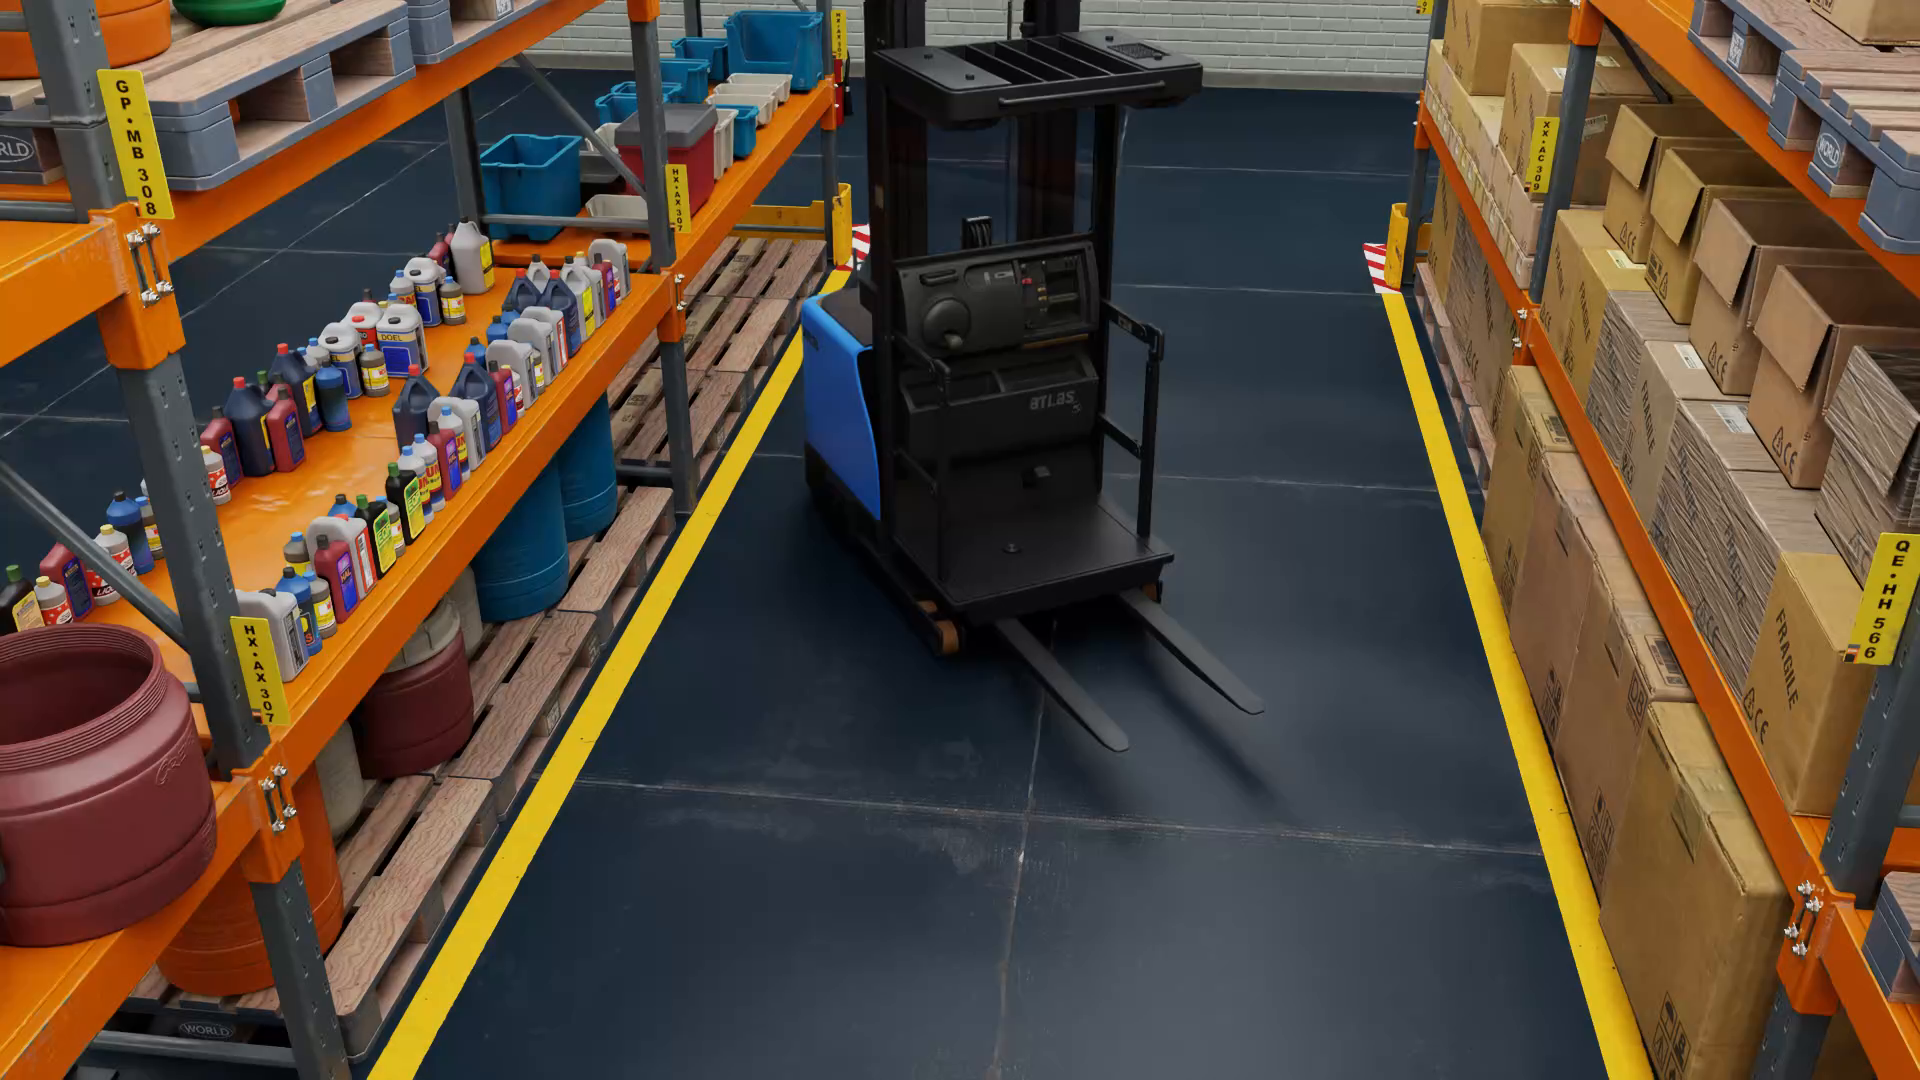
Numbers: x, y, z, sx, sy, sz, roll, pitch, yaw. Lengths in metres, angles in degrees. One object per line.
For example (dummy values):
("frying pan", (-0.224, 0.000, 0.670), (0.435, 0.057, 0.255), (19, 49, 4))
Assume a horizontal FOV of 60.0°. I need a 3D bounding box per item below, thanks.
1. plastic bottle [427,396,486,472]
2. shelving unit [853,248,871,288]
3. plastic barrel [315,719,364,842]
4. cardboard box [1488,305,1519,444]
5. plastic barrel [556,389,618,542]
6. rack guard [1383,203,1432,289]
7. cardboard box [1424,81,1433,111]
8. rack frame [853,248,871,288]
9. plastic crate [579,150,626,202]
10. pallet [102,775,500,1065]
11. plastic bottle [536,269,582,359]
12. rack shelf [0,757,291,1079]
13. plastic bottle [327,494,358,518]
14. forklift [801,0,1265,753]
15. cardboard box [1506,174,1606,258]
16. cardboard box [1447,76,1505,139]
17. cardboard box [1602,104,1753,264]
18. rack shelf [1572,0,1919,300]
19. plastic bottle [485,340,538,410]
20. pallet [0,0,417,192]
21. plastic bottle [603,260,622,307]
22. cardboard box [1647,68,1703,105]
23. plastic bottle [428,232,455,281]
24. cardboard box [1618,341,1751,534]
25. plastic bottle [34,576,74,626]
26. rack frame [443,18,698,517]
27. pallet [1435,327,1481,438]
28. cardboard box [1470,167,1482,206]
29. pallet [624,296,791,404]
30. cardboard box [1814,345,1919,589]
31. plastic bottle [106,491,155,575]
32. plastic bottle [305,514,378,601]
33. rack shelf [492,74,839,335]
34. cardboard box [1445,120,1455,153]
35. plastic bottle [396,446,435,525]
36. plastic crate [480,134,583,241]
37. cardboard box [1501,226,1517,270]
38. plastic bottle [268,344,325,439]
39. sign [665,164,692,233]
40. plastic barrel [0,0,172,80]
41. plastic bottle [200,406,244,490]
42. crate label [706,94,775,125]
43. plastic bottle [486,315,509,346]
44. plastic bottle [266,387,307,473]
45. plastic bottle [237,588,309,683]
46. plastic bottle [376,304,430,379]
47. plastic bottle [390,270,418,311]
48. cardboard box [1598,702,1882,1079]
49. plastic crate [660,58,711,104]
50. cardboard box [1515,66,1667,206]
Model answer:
("plastic bottle", (-1.803, -0.399, 5.959), (0.152, 0.276, 0.135), (3, 28, 6))
("shelving unit", (-0.400, -0.945, 8.739), (0.258, 1.200, 0.189), (-12, 31, -21))
("plastic barrel", (-2.324, 0.792, 5.797), (0.421, 0.512, 0.421), (0, 28, 0))
("cardboard box", (3.219, -0.766, 8.308), (0.875, 0.875, 0.875), (3, 28, 6))
("plastic barrel", (-1.941, -0.505, 7.794), (0.600, 0.901, 0.708), (3, 28, 6))
("rack guard", (3.552, -2.005, 11.444), (1.175, 0.500, 0.348), (3, 28, 6))
("cardboard box", (3.178, -2.835, 10.615), (0.380, 0.149, 0.250), (4, 29, 7))
("rack frame", (-0.438, -0.984, 8.812), (0.240, 1.200, 0.006), (-12, 31, -21))
("plastic crate", (-1.987, -1.947, 8.927), (0.437, 0.125, 0.590), (3, 28, 6))
("pallet", (-2.292, 1.238, 5.729), (1.003, 0.211, 1.213), (3, 28, 6))
("plastic bottle", (-1.668, -0.938, 6.881), (0.144, 0.351, 0.185), (3, 28, 6))
("rack shelf", (-2.592, 1.642, 2.798), (1.077, 0.370, 4.000), (3, 28, 6))
("plastic bottle", (-1.936, -0.019, 5.257), (0.097, 0.271, 0.097), (0, 28, 0))
("forklift", (0.268, -1.011, 7.036), (1.130, 2.935, 3.031), (-12, 31, -21))
("cardboard box", (2.852, -1.499, 7.714), (0.500, 0.250, 0.500), (3, 28, 5))
("cardboard box", (3.100, -2.467, 9.511), (0.500, 0.250, 0.500), (2, 28, 4))
("cardboard box", (2.988, -1.395, 6.515), (0.797, 0.503, 0.637), (3, 28, 5))
("rack shelf", (2.813, -1.273, 5.047), (1.077, 0.370, 4.000), (3, 28, 6))
("plastic bottle", (-1.736, -0.658, 6.440), (0.152, 0.276, 0.135), (3, 28, 6))
("pallet", (-2.156, -1.208, 4.366), (1.003, 0.211, 1.213), (3, 28, 6))
("plastic bottle", (-1.572, -1.151, 7.433), (0.097, 0.201, 0.097), (0, 28, 0))
("cardboard box", (3.371, -1.817, 7.513), (0.500, 0.500, 0.500), (3, 28, 6))
("plastic bottle", (-2.342, -1.237, 7.506), (0.061, 0.283, 0.133), (3, 28, 6))
("cardboard box", (2.574, -0.337, 5.608), (0.500, 0.500, 0.500), (4, 29, 7))
("plastic bottle", (-2.689, 0.203, 4.920), (0.097, 0.201, 0.097), (0, 28, 0))
("rack frame", (-1.857, -1.499, 7.869), (1.000, 3.000, 0.127), (3, 28, 6))
("pallet", (3.376, -0.913, 9.721), (1.003, 0.211, 1.213), (3, 28, 6))
("cardboard box", (2.928, -1.868, 8.819), (0.380, 0.149, 0.250), (3, 28, 5))
("pallet", (-1.658, -1.195, 10.246), (1.003, 0.211, 1.213), (3, 28, 6))
("cardboard box", (2.674, -0.157, 4.216), (0.797, 0.503, 0.637), (4, 29, 8))
("plastic bottle", (-2.637, -0.028, 5.275), (0.097, 0.271, 0.097), (0, 28, 0))
("plastic bottle", (-1.917, 0.036, 5.151), (0.152, 0.276, 0.135), (3, 28, 6))
("rack shelf", (-1.612, -2.124, 9.788), (1.077, 0.370, 4.000), (3, 28, 6))
("cardboard box", (3.054, -2.352, 9.717), (0.380, 0.149, 0.250), (3, 28, 5))
("plastic bottle", (-1.831, -0.186, 5.569), (0.097, 0.271, 0.097), (0, 28, 0))
("plastic crate", (-2.138, -1.758, 8.304), (0.392, 0.384, 0.575), (3, 28, 6))
("cardboard box", (2.802, -1.384, 7.922), (0.380, 0.149, 0.250), (4, 29, 7))
("plastic bottle", (-2.481, -0.570, 6.197), (0.144, 0.351, 0.185), (3, 28, 6))
("sign", (-1.311, -1.588, 7.743), (0.100, 0.325, 0.005), (3, 28, 6))
("plastic barrel", (-2.275, -1.577, 3.957), (0.600, 0.830, 0.708), (3, 28, 6))
("plastic bottle", (-2.581, -0.318, 5.800), (0.061, 0.283, 0.133), (3, 28, 6))
("crate label", (-1.347, -2.630, 10.183), (0.396, 0.136, 0.243), (3, 28, 6))
("plastic bottle", (-1.834, -0.764, 6.641), (0.097, 0.271, 0.097), (0, 28, 0))
("plastic bottle", (-2.415, -0.396, 5.946), (0.061, 0.283, 0.133), (3, 28, 6))
("plastic bottle", (-1.973, 0.254, 4.747), (0.152, 0.276, 0.135), (3, 28, 6))
("plastic bottle", (-2.254, -0.804, 6.710), (0.152, 0.276, 0.135), (3, 28, 6))
("plastic bottle", (-2.378, -1.021, 7.119), (0.097, 0.271, 0.097), (0, 28, 0))
("cardboard box", (2.674, 1.099, 4.845), (1.225, 0.875, 0.875), (2, 28, 4))
("plastic crate", (-1.805, -2.927, 10.634), (0.416, 0.233, 0.300), (3, 28, 6))
("cardboard box", (2.849, -1.838, 7.553), (0.500, 0.500, 0.500), (4, 29, 8))
